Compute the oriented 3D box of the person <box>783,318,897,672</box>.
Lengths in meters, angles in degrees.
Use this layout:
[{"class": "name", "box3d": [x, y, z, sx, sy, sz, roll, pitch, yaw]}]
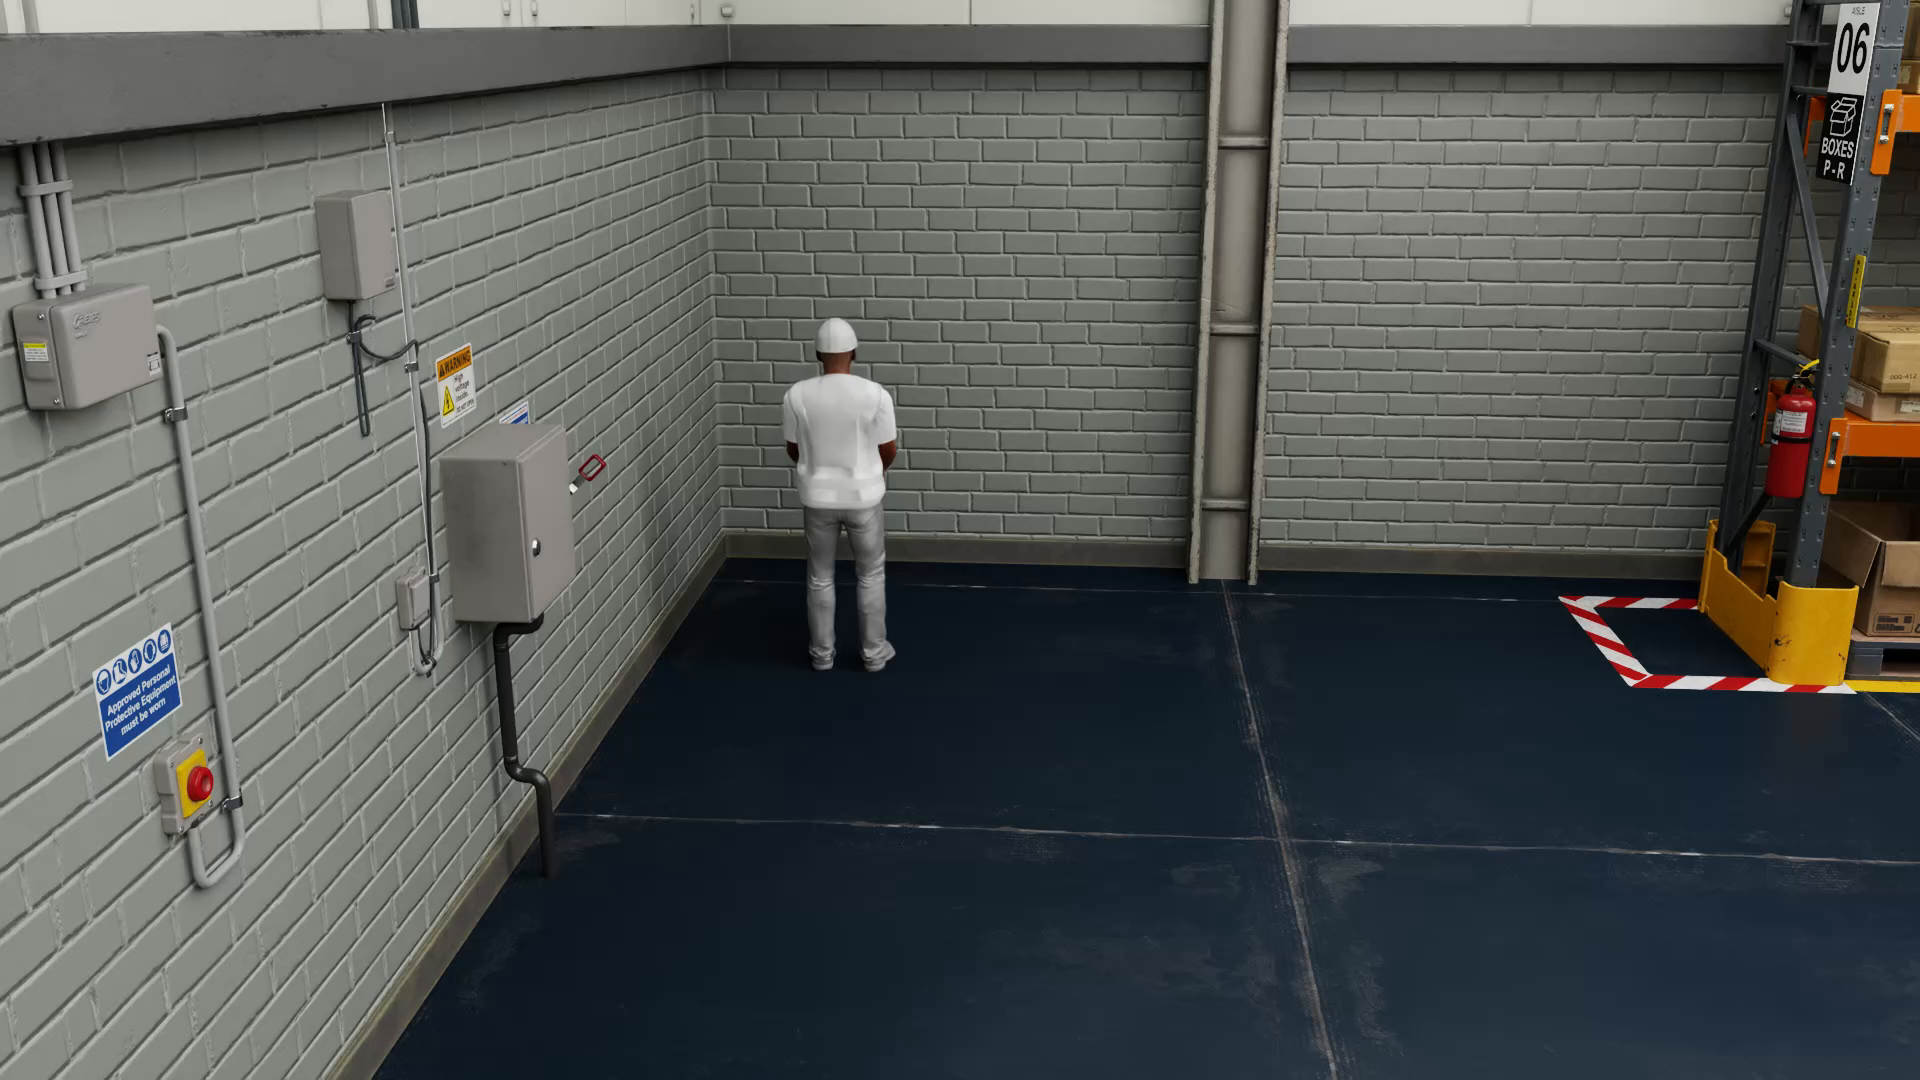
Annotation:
[{"class": "person", "box3d": [-0.579, -0.233, 8.249, 0.553, 1.769, 0.532, 1, 17, 3]}]
